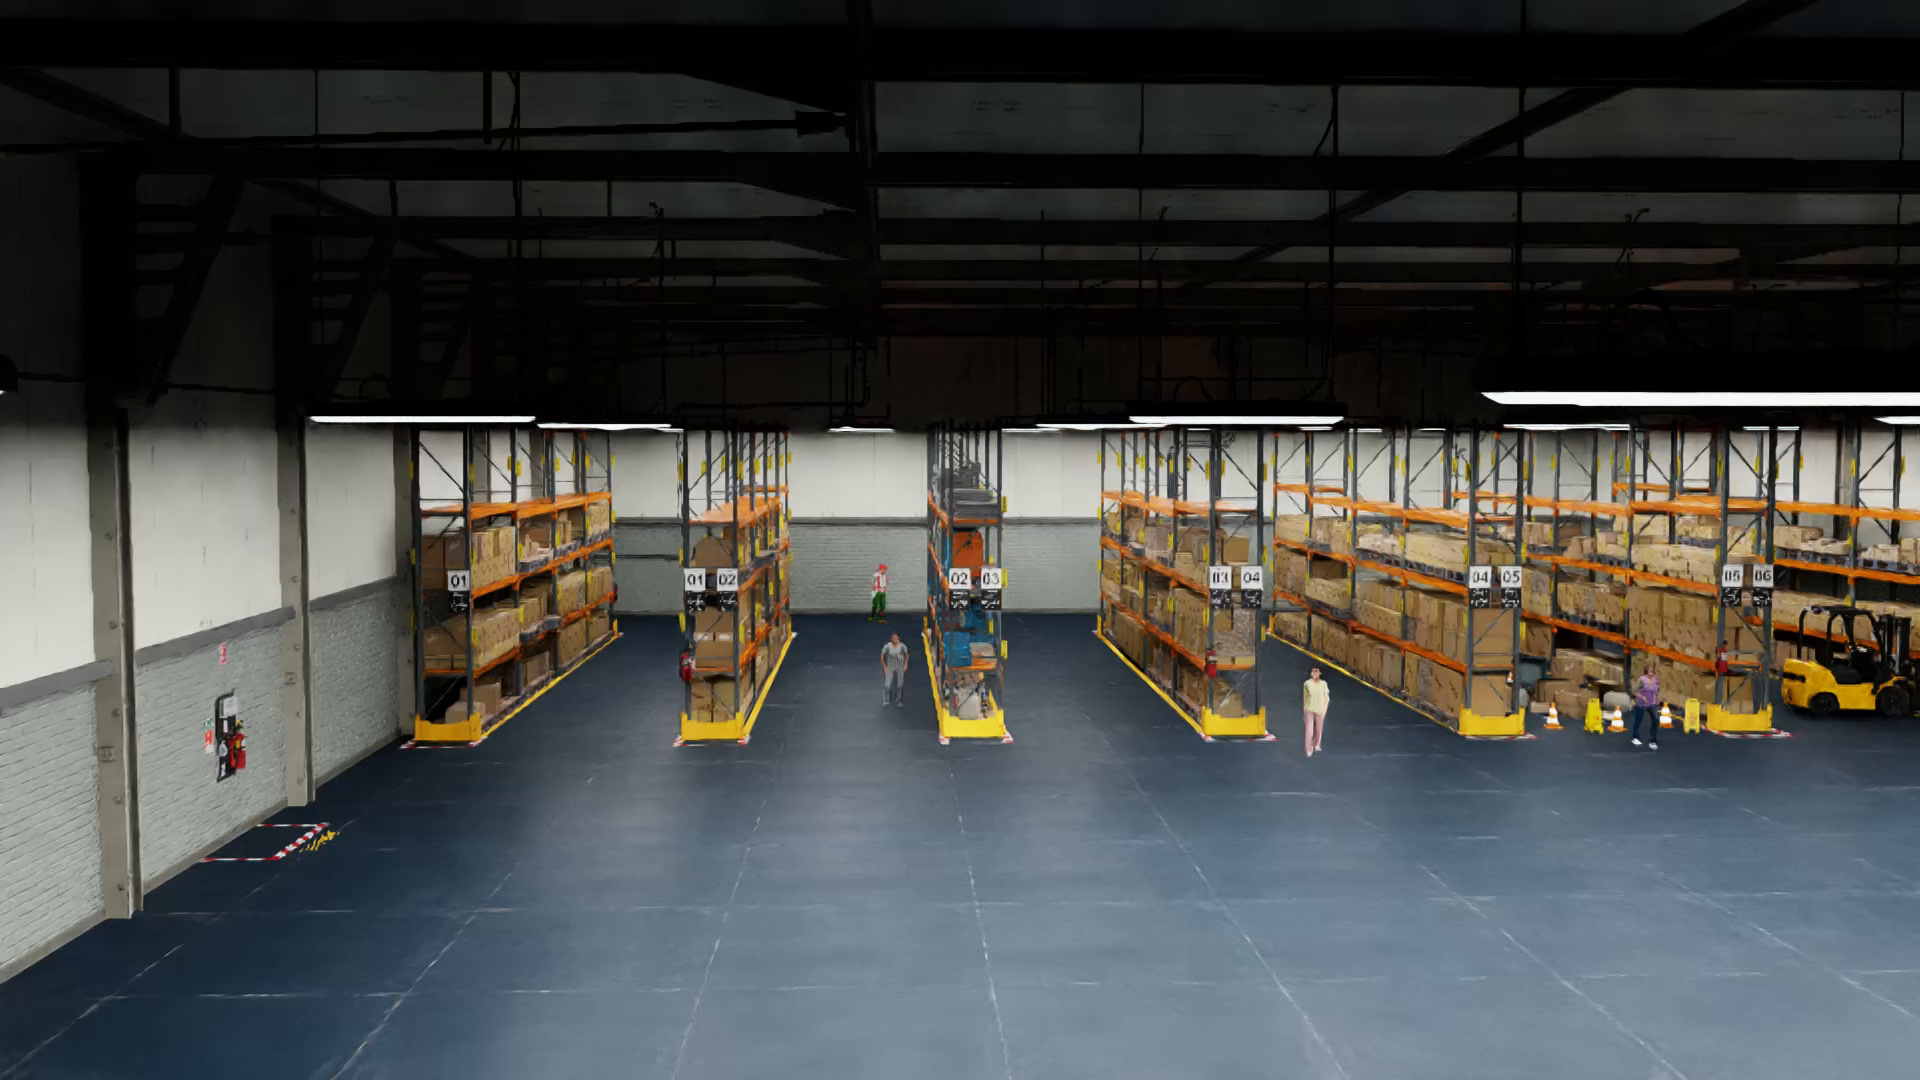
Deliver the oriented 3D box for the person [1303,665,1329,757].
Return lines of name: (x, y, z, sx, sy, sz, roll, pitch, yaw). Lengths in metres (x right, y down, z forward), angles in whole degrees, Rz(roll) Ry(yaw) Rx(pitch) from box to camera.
person: (6.315, 3.016, 29.512, 0.447, 1.605, 1.017, 0, 4, 6)

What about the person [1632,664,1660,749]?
person: (12.541, 3.010, 30.382, 0.565, 1.535, 0.796, 0, 4, 3)

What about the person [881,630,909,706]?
person: (-1.369, 2.688, 34.871, 0.580, 1.619, 0.507, 0, 4, -4)

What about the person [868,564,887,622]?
person: (-2.485, 1.607, 50.538, 0.586, 1.776, 0.577, -3, 5, -37)
